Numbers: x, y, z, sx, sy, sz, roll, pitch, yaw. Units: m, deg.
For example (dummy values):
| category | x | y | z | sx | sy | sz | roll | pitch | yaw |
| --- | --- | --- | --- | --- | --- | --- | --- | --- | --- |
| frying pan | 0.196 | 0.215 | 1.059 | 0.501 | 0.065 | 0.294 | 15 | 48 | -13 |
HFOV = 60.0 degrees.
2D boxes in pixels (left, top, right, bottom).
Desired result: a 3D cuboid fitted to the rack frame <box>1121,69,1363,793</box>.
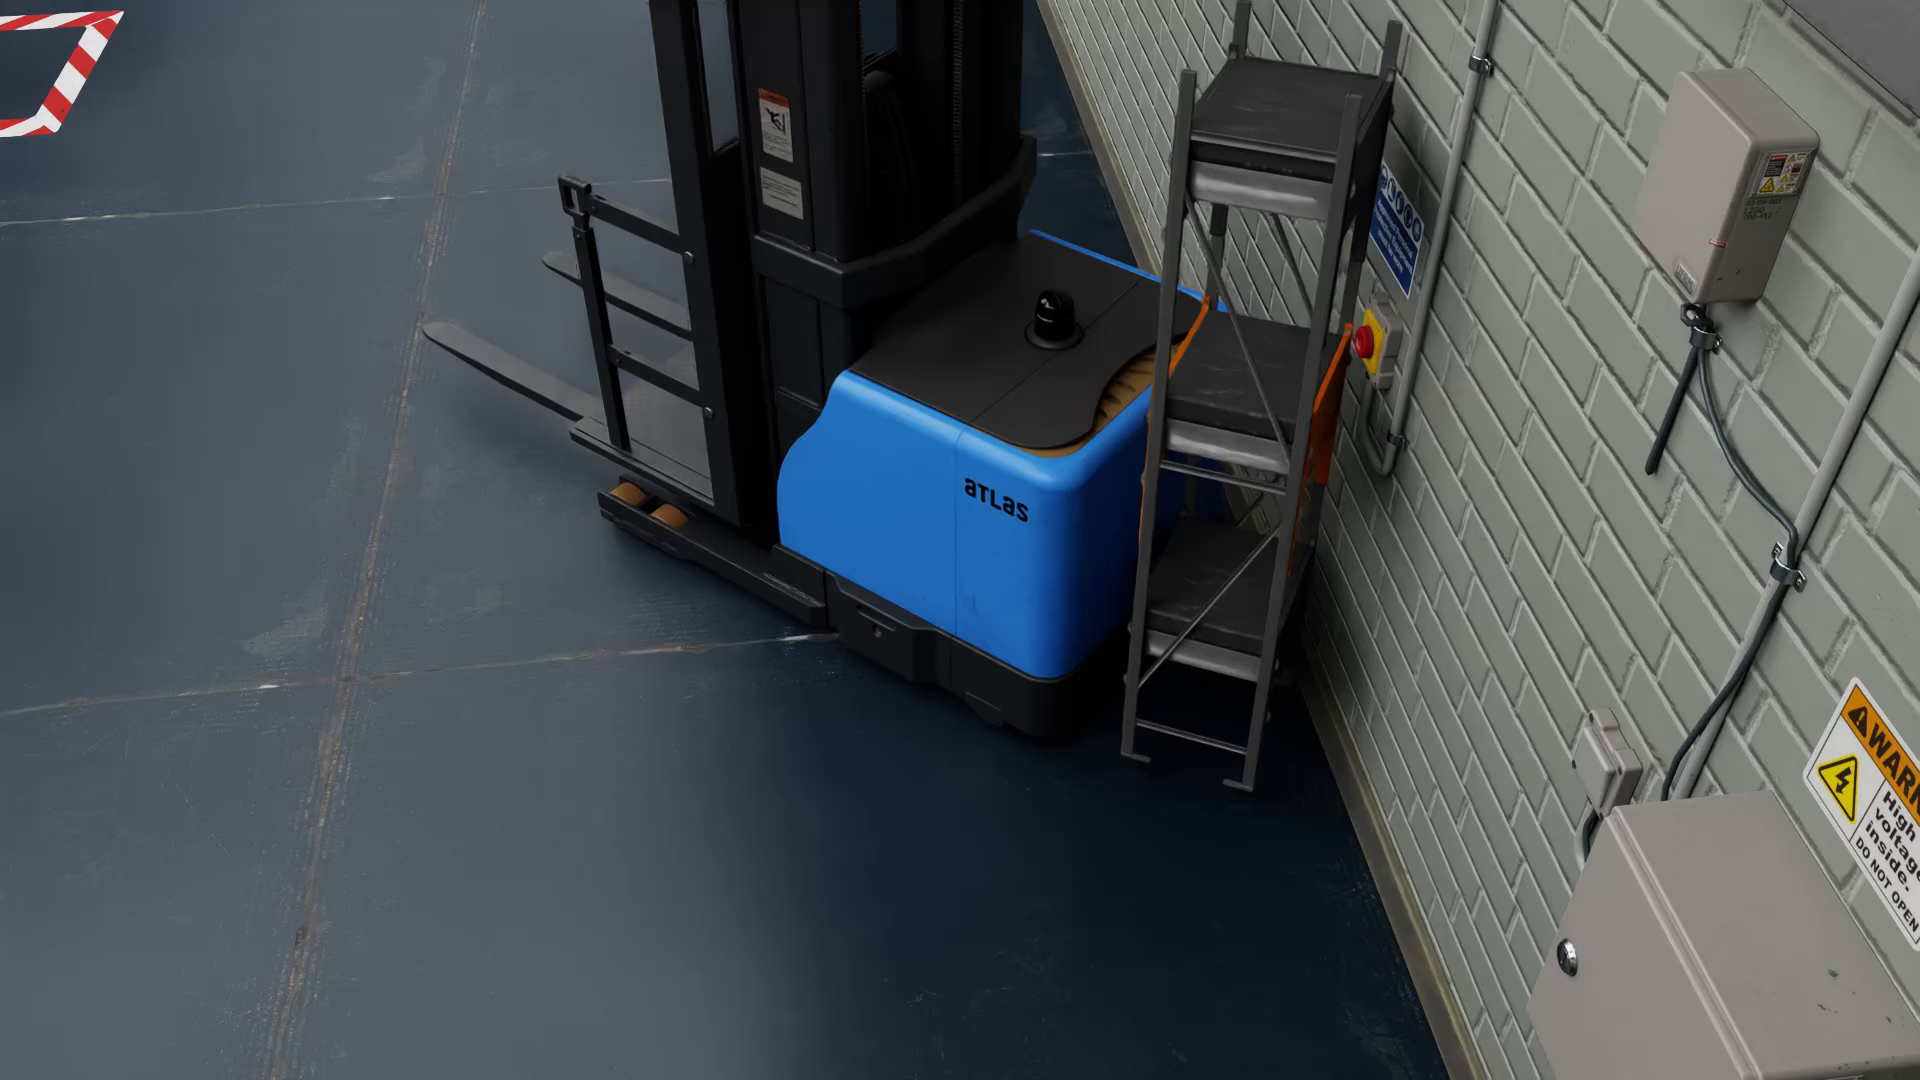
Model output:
| category | x | y | z | sx | sy | sz | roll | pitch | yaw |
| --- | --- | --- | --- | --- | --- | --- | --- | --- | --- |
| rack frame | 0.670 | -0.156 | 4.249 | 0.400 | 2.100 | 0.015 | 14 | 39 | 17 |

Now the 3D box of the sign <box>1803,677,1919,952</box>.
| category | x | y | z | sx | sy | sz | roll | pitch | yaw |
| --- | --- | --- | --- | --- | --- | --- | --- | --- | --- |
| sign | 1.364 | 0.400 | 2.450 | 0.001 | 0.242 | 0.339 | -5 | 42 | -6 |

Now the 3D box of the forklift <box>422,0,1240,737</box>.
| category | x | y | z | sx | sy | sz | roll | pitch | yaw |
| --- | --- | --- | --- | --- | --- | --- | --- | --- | --- |
| forklift | -0.629 | -1.301 | 5.004 | 3.031 | 2.935 | 1.130 | 26 | 48 | 26 |

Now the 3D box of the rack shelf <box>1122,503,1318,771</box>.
| category | x | y | z | sx | sy | sz | roll | pitch | yaw |
| --- | --- | --- | --- | --- | --- | --- | --- | --- | --- |
| rack shelf | 0.758 | 0.278 | 4.860 | 0.431 | 0.518 | 0.480 | 14 | 39 | 17 |

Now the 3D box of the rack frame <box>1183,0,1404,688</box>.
| category | x | y | z | sx | sy | sz | roll | pitch | yaw |
| --- | --- | --- | --- | --- | --- | --- | --- | --- | --- |
| rack frame | 0.853 | -0.428 | 4.610 | 0.400 | 2.100 | 0.015 | 14 | 39 | 17 |

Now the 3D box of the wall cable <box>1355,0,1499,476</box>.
| category | x | y | z | sx | sy | sz | roll | pitch | yaw |
| --- | --- | --- | --- | --- | --- | --- | --- | --- | --- |
| wall cable | 1.038 | -1.035 | 3.876 | 0.123 | 1.953 | 0.585 | -5 | 42 | -6 |

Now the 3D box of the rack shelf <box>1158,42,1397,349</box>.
| category | x | y | z | sx | sy | sz | roll | pitch | yaw |
| --- | --- | --- | --- | --- | --- | --- | --- | --- | --- |
| rack shelf | 0.765 | -0.840 | 4.016 | 0.431 | 0.518 | 0.480 | 14 | 39 | 17 |

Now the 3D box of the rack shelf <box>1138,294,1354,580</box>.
| category | x | y | z | sx | sy | sz | roll | pitch | yaw |
| --- | --- | --- | --- | --- | --- | --- | --- | --- | --- |
| rack shelf | 0.762 | -0.281 | 4.438 | 0.431 | 0.518 | 0.480 | 14 | 39 | 17 |

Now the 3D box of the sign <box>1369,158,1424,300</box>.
| category | x | y | z | sx | sy | sz | roll | pitch | yaw |
| --- | --- | --- | --- | --- | --- | --- | --- | --- | --- |
| sign | 1.092 | -0.784 | 4.178 | 0.001 | 0.218 | 0.327 | -5 | 42 | -6 |

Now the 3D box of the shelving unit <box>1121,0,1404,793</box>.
| category | x | y | z | sx | sy | sz | roll | pitch | yaw |
| --- | --- | --- | --- | --- | --- | --- | --- | --- | --- |
| shelving unit | 0.762 | -0.292 | 4.430 | 0.431 | 2.100 | 0.503 | 14 | 39 | 17 |

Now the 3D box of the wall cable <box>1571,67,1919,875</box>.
| category | x | y | z | sx | sy | sz | roll | pitch | yaw |
| --- | --- | --- | --- | --- | --- | --- | --- | --- | --- |
| wall cable | 1.233 | -0.083 | 2.844 | 0.122 | 1.984 | 0.588 | -5 | 42 | -6 |

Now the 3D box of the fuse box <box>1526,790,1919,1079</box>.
| category | x | y | z | sx | sy | sz | roll | pitch | yaw |
| --- | --- | --- | --- | --- | --- | --- | --- | --- | --- |
| fuse box | 1.166 | 1.240 | 3.098 | 0.414 | 1.711 | 0.539 | -5 | 42 | -6 |
